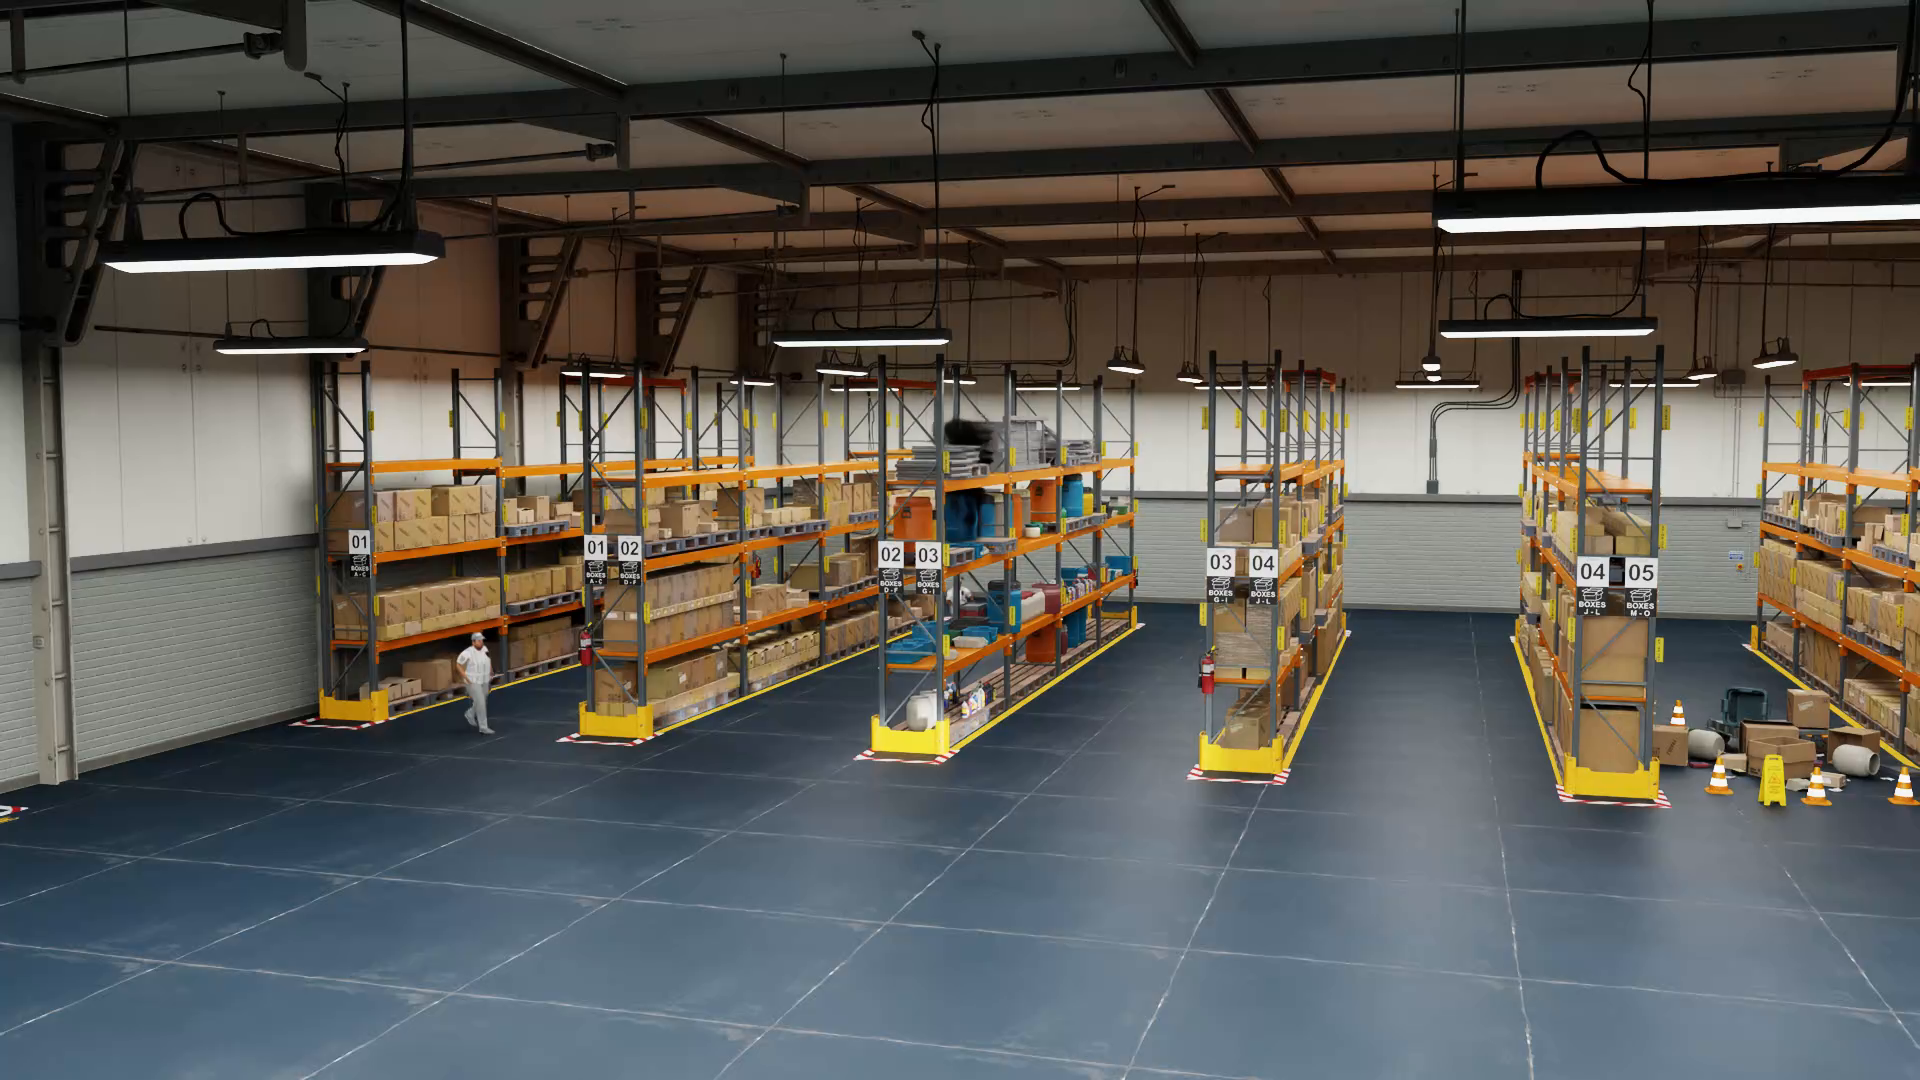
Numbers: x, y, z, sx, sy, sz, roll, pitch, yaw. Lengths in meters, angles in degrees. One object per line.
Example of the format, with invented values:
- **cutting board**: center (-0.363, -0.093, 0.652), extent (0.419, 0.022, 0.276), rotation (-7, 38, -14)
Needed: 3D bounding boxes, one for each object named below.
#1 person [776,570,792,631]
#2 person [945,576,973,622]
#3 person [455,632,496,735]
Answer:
- **person**: center (-3.987, 1.476, 37.829), extent (0.517, 1.609, 0.861), rotation (1, 4, 16)
- **person**: center (-0.029, 1.606, 35.609), extent (0.543, 1.740, 0.862), rotation (1, 4, 16)
- **person**: center (-7.820, 2.287, 26.679), extent (0.770, 1.634, 0.621), rotation (3, 5, 38)
